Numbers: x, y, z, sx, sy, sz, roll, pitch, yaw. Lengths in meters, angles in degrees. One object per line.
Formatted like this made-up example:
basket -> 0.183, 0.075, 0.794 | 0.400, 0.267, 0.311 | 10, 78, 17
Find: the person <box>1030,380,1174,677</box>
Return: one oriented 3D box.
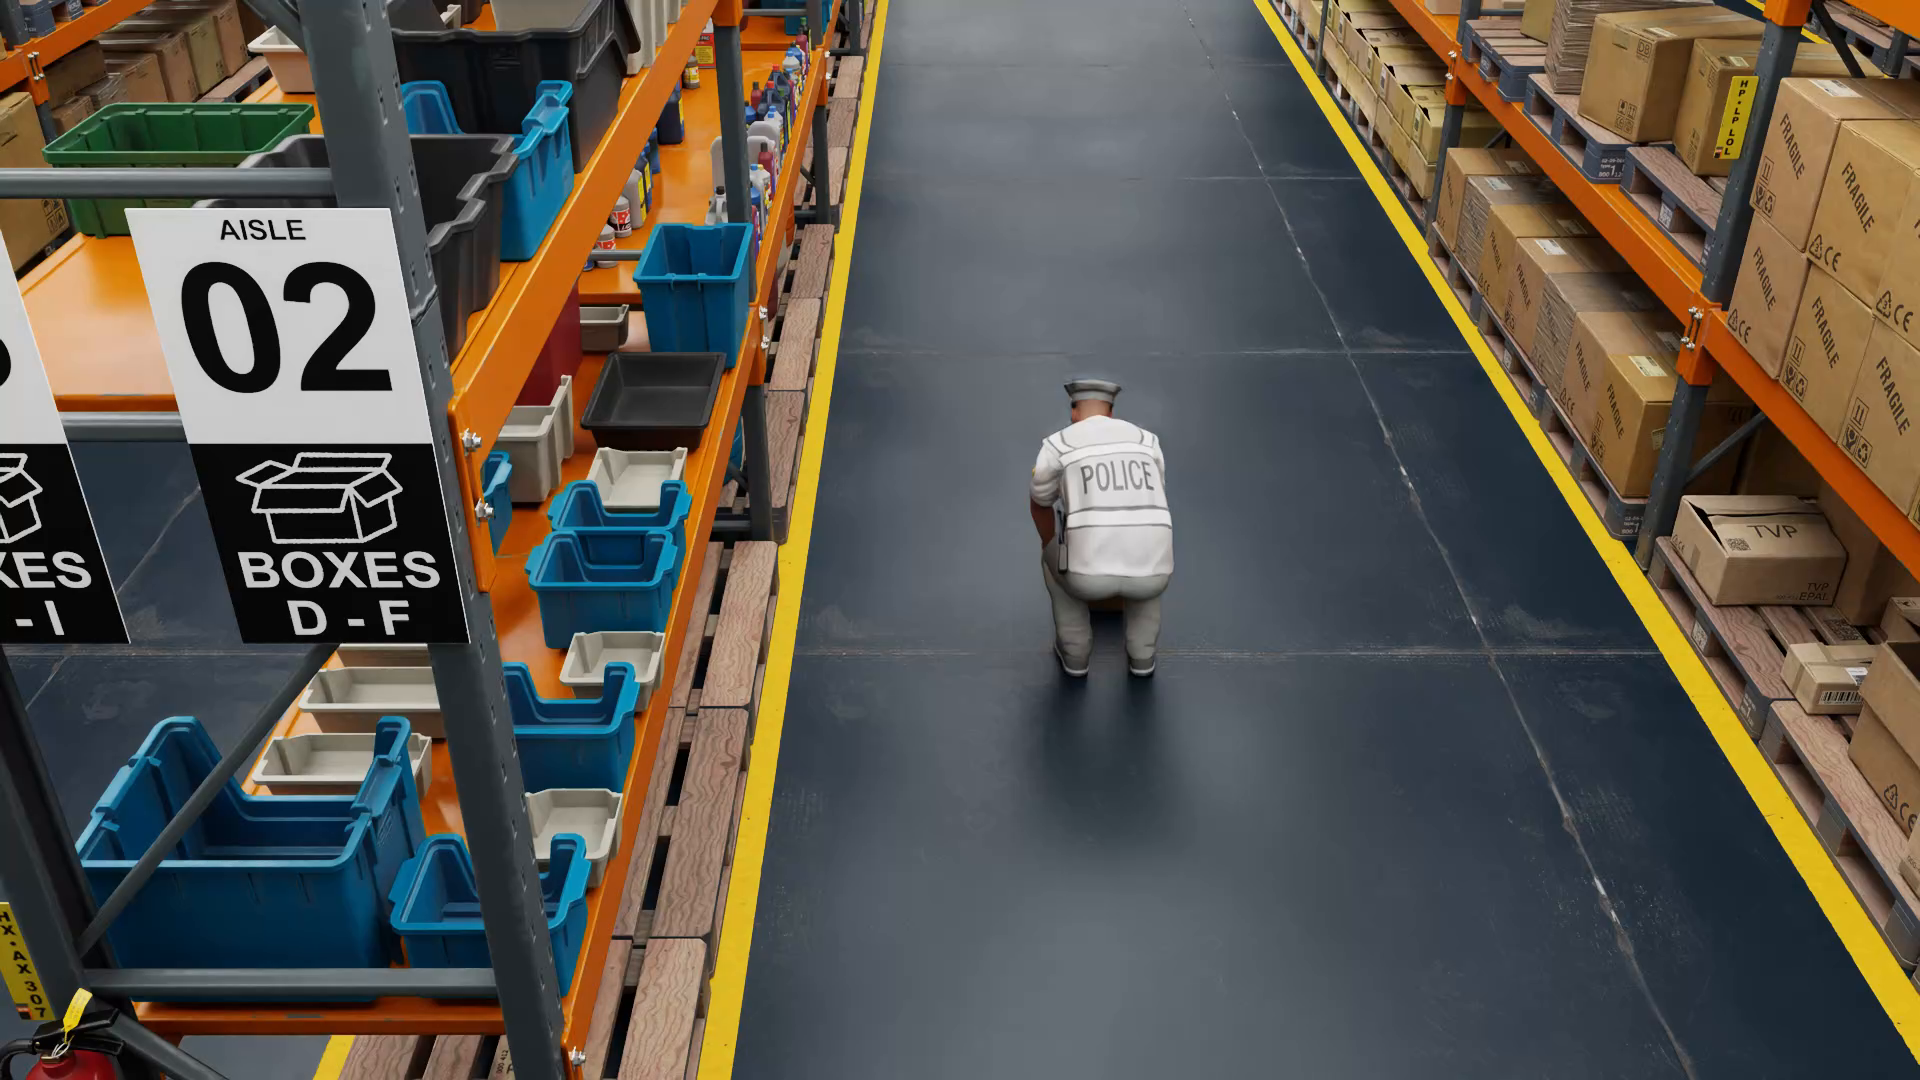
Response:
person -> 0.577, -0.034, 6.816 | 0.575, 1.099, 0.929 | 0, 31, 0
